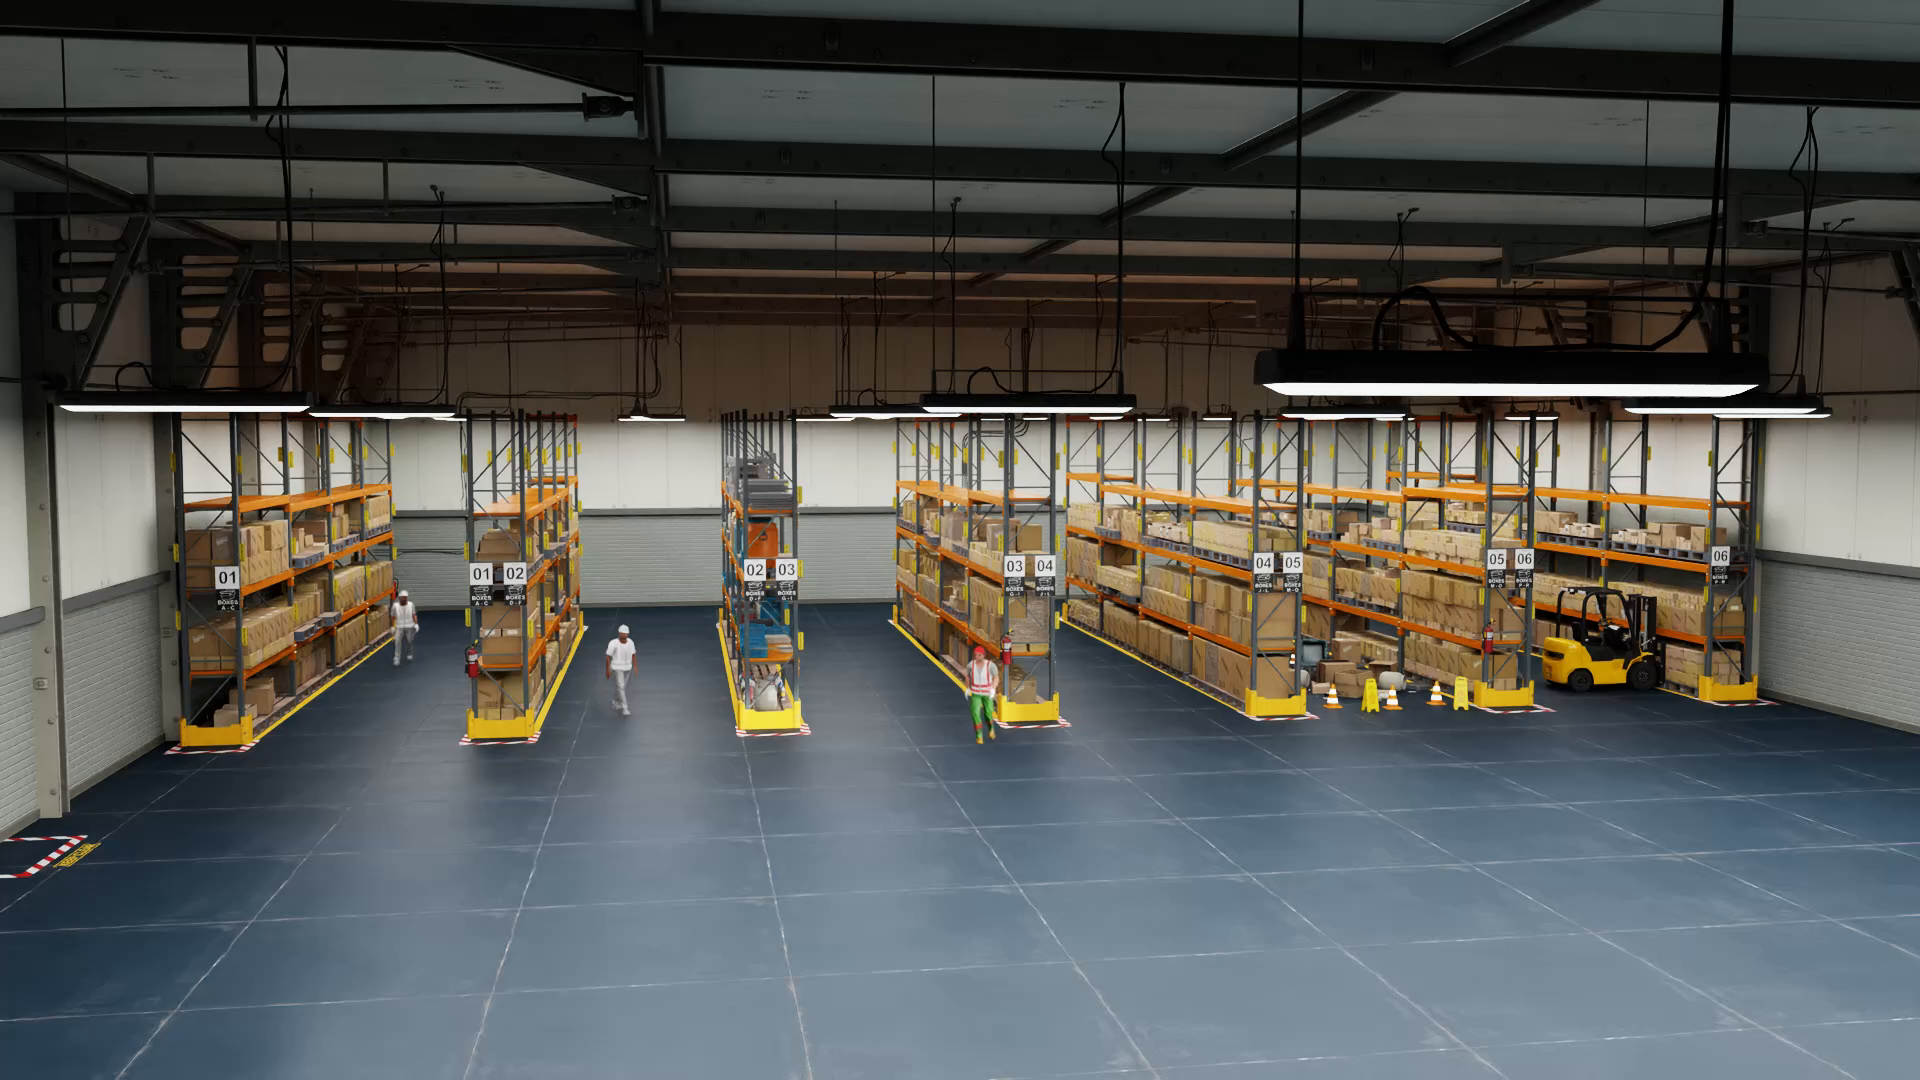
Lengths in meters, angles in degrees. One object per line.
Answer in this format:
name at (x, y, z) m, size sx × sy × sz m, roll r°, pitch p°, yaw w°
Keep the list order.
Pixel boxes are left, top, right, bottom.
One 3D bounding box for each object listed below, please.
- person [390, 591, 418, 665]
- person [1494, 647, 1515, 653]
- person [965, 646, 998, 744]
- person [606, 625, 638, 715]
person at (-13.237, 2.072, 39.603) m, size 0.646 × 1.708 × 1.087 m, roll -1°, pitch 4°, yaw -14°
person at (12.486, 2.265, 38.075) m, size 0.606 × 1.617 × 0.775 m, roll -1°, pitch 4°, yaw -8°
person at (0.395, 2.760, 29.955) m, size 0.616 × 1.760 × 0.688 m, roll 1°, pitch 4°, yaw 9°
person at (-6.655, 2.541, 32.879) m, size 0.951 × 1.718 × 0.593 m, roll 4°, pitch 5°, yaw 42°
